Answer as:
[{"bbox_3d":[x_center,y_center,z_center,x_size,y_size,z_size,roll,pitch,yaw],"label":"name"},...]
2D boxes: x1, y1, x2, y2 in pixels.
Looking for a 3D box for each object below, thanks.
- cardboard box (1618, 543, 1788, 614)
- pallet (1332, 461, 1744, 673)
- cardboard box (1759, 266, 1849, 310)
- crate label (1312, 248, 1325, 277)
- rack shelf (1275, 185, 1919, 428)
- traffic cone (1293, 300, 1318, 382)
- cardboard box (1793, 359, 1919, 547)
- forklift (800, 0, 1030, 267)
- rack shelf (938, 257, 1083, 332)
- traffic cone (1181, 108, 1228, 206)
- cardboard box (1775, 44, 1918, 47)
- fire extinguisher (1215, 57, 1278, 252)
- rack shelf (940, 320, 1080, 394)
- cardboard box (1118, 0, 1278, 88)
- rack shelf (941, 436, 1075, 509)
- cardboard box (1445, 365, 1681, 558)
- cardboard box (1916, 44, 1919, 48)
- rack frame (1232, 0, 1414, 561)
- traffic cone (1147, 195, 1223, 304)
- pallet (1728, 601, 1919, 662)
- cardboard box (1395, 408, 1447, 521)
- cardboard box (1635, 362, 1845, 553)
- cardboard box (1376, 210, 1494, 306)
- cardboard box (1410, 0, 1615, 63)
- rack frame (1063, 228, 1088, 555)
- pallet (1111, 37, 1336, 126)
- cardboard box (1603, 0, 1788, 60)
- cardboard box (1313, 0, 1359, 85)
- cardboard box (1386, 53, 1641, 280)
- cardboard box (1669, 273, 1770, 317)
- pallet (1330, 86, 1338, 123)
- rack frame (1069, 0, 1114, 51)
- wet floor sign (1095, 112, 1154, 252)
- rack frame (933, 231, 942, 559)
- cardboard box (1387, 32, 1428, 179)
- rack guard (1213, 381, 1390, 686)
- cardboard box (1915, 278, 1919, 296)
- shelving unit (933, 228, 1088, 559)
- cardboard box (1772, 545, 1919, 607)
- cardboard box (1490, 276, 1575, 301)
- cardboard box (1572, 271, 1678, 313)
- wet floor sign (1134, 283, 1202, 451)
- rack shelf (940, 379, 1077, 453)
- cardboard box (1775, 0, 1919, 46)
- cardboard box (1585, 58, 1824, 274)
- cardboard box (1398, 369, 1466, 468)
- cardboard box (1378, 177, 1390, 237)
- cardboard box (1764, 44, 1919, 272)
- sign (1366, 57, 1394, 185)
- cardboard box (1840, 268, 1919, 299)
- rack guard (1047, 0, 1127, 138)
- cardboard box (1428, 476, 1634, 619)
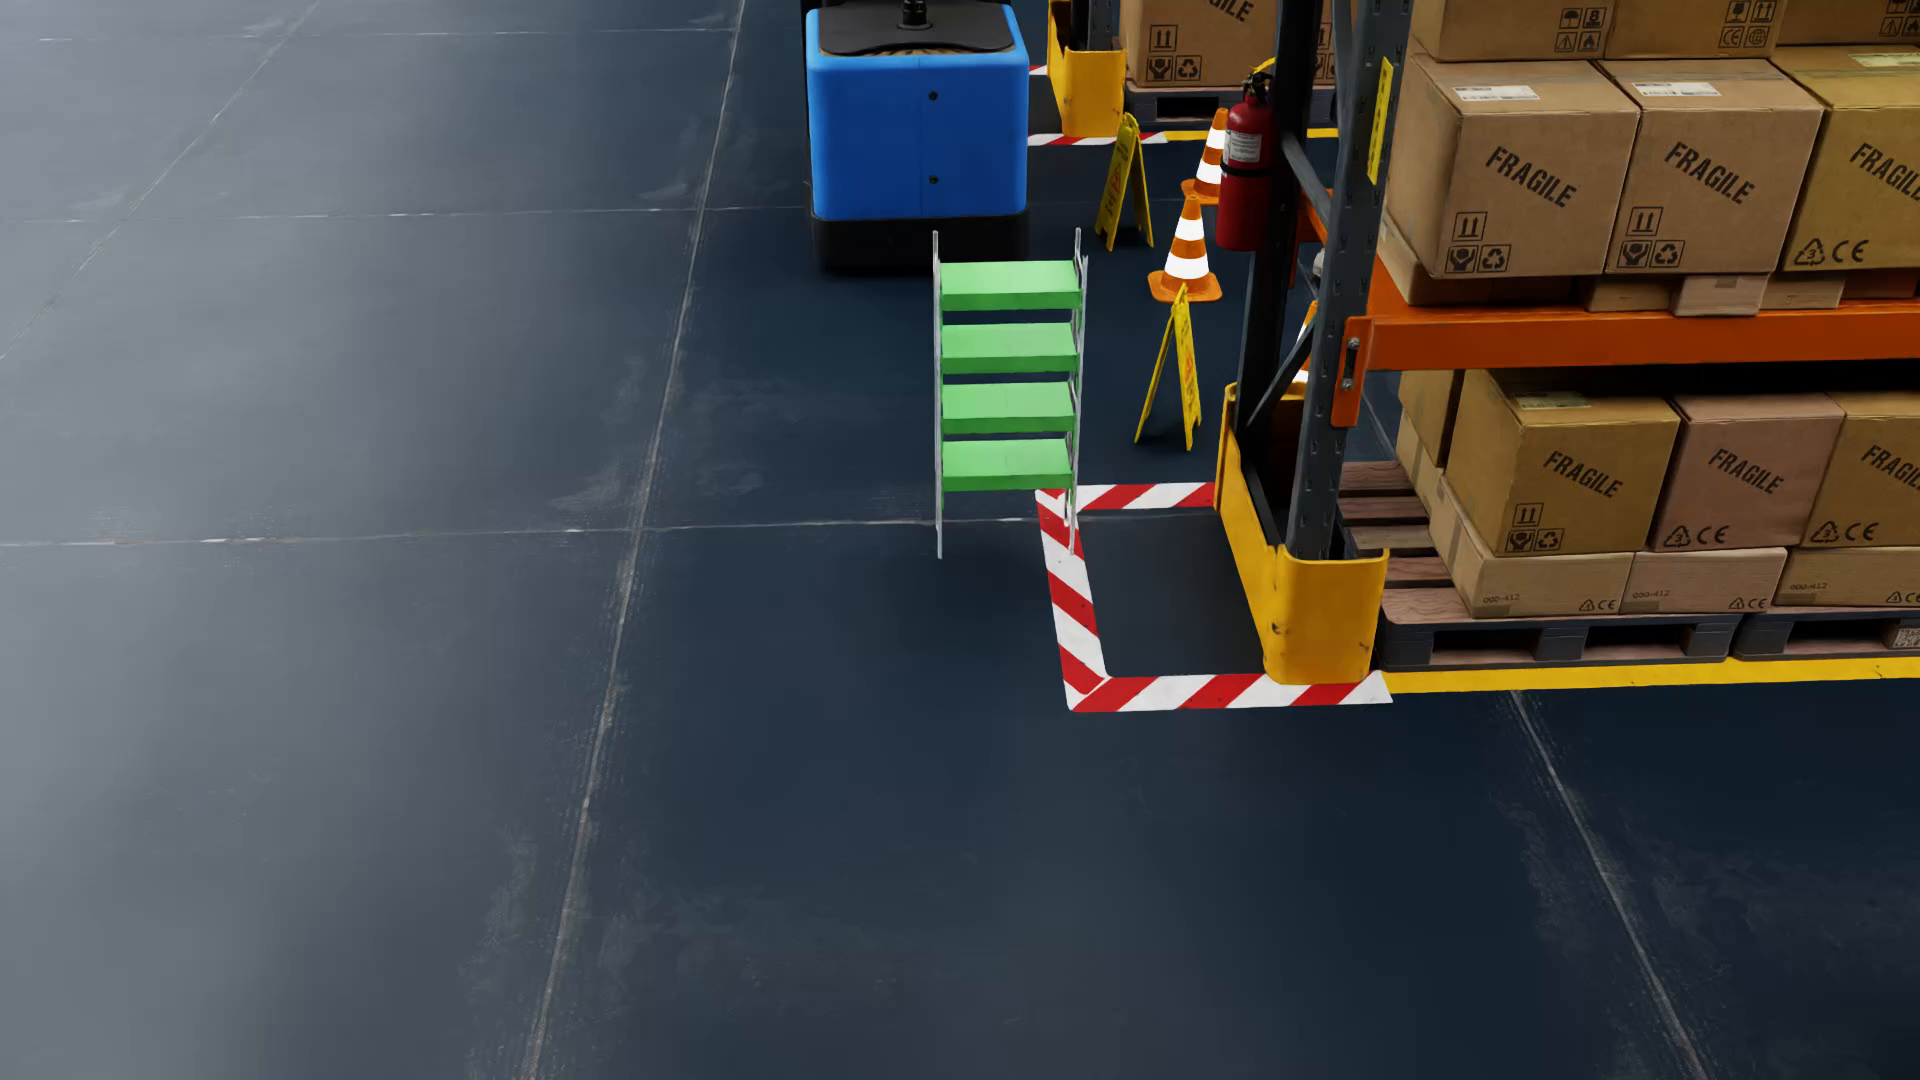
[{"bbox_3d":[2.434,0.002,5.658,0.500,0.250,0.500,0,35,-1],"label":"cardboard box"},{"bbox_3d":[1.994,0.061,5.976,1.213,0.211,1.003,-2,35,-2],"label":"pallet"},{"bbox_3d":[2.487,-0.853,5.067,0.250,0.149,0.380,-1,35,-1],"label":"cardboard box"},{"bbox_3d":[1.863,-1.328,8.048,0.298,0.136,0.250,-20,39,-26],"label":"crate label"},{"bbox_3d":[3.102,-0.840,5.460,4.000,0.370,1.077,-2,35,-2],"label":"rack shelf"},{"bbox_3d":[1.473,-0.784,6.976,0.334,0.463,0.336,-2,35,-2],"label":"traffic cone"},{"bbox_3d":[2.971,-0.323,5.469,0.500,0.500,0.500,-1,35,-1],"label":"cardboard box"},{"bbox_3d":[-0.302,-3.341,8.502,1.130,2.935,3.031,-3,35,-4],"label":"forklift"},{"bbox_3d":[0.165,-0.840,5.678,0.480,0.148,0.258,-2,35,-2],"label":"rack shelf"},{"bbox_3d":[1.367,-2.057,8.815,0.334,0.463,0.336,-2,35,-2],"label":"traffic cone"},{"bbox_3d":[2.634,-1.439,5.344,0.500,0.500,0.500,-2,35,-2],"label":"cardboard box"},{"bbox_3d":[0.968,-1.309,5.573,0.183,0.674,0.296,-2,35,-2],"label":"fire extinguisher"},{"bbox_3d":[0.165,-0.643,5.815,0.480,0.148,0.258,-2,35,-2],"label":"rack shelf"},{"bbox_3d":[1.444,-3.248,9.805,0.875,0.875,0.875,-1,35,-2],"label":"cardboard box"},{"bbox_3d":[0.165,-0.248,6.088,0.480,0.148,0.258,-2,35,-2],"label":"rack shelf"},{"bbox_3d":[1.947,-0.298,5.433,0.500,0.500,0.500,-3,35,-4],"label":"cardboard box"},{"bbox_3d":[3.125,-1.149,4.925,0.500,0.500,0.500,-2,35,-3],"label":"cardboard box"},{"bbox_3d":[1.105,-1.082,5.177,0.127,3.000,1.000,-2,35,-2],"label":"rack frame"},{"bbox_3d":[1.081,-1.405,7.874,0.334,0.463,0.336,-2,35,-2],"label":"traffic cone"},{"bbox_3d":[3.209,0.030,6.022,1.213,0.211,1.003,-2,35,-2],"label":"pallet"},{"bbox_3d":[1.923,-0.299,6.094,0.500,0.250,0.500,-2,35,-2],"label":"cardboard box"},{"bbox_3d":[2.469,-0.314,5.457,0.500,0.500,0.500,-3,35,-4],"label":"cardboard box"},{"bbox_3d":[1.454,-0.870,5.092,0.250,0.149,0.380,-1,35,-2],"label":"cardboard box"},{"bbox_3d":[1.605,-1.794,4.979,0.500,0.500,0.700,-2,35,-3],"label":"cardboard box"},{"bbox_3d":[0.409,-0.504,5.924,0.015,1.200,0.240,-2,35,-2],"label":"rack frame"},{"bbox_3d":[1.564,-2.812,10.128,1.213,0.211,1.003,-2,35,-2],"label":"pallet"},{"bbox_3d":[2.110,-1.804,4.993,0.500,0.500,0.700,-1,35,-2],"label":"cardboard box"},{"bbox_3d":[2.322,-3.273,9.841,0.875,0.875,0.875,-2,35,-3],"label":"cardboard box"},{"bbox_3d":[1.591,-1.100,4.855,0.500,0.500,0.500,-2,35,-3],"label":"cardboard box"},{"bbox_3d":[2.230,-0.827,5.029,0.250,0.149,0.380,-1,35,-1],"label":"cardboard box"},{"bbox_3d":[2.780,-2.843,10.173,1.213,0.211,1.003,-2,35,-2],"label":"pallet"},{"bbox_3d":[0.769,-3.893,9.239,0.127,3.000,1.000,-2,35,-2],"label":"rack frame"},{"bbox_3d":[0.834,-1.799,8.282,0.232,0.644,0.267,-7,35,-10],"label":"wet floor sign"},{"bbox_3d":[-0.079,-0.491,5.905,0.015,1.200,0.240,-2,35,-2],"label":"rack frame"},{"bbox_3d":[1.634,-1.417,5.312,0.500,0.500,0.500,-2,35,-3],"label":"cardboard box"},{"bbox_3d":[1.181,-0.056,5.892,0.348,0.500,1.175,-2,35,-2],"label":"rack guard"},{"bbox_3d":[3.012,-0.884,5.113,0.250,0.149,0.380,-2,35,-3],"label":"cardboard box"},{"bbox_3d":[0.165,-0.498,5.915,0.503,1.200,0.258,-2,35,-2],"label":"shelving unit"},{"bbox_3d":[2.978,-0.020,5.690,0.500,0.250,0.500,1,35,1],"label":"cardboard box"},{"bbox_3d":[1.705,-0.885,5.114,0.250,0.149,0.380,-1,35,-2],"label":"cardboard box"},{"bbox_3d":[1.974,-0.846,5.057,0.250,0.149,0.380,-3,35,-4],"label":"cardboard box"},{"bbox_3d":[0.864,-0.717,6.719,0.232,0.644,0.267,10,36,14],"label":"wet floor sign"},{"bbox_3d":[0.165,-0.445,5.951,0.480,0.148,0.258,-2,35,-2],"label":"rack shelf"},{"bbox_3d":[2.615,-1.876,5.097,0.500,0.500,0.700,-2,35,-3],"label":"cardboard box"},{"bbox_3d":[2.108,-1.116,4.878,0.500,0.500,0.500,-1,35,-1],"label":"cardboard box"},{"bbox_3d":[1.893,-0.602,5.872,0.500,0.500,0.500,-1,35,-2],"label":"cardboard box"},{"bbox_3d":[1.468,-1.110,5.439,0.250,0.149,0.380,0,35,-1],"label":"cardboard box"},{"bbox_3d":[2.617,-1.131,4.899,0.500,0.500,0.500,-2,35,-3],"label":"cardboard box"},{"bbox_3d":[1.130,-1.129,4.485,0.005,0.325,0.100,-2,35,-2],"label":"sign"},{"bbox_3d":[2.748,-0.894,5.127,0.250,0.149,0.380,0,35,-1],"label":"cardboard box"},{"bbox_3d":[0.745,-2.864,9.950,0.348,0.500,1.175,-2,35,-2],"label":"rack guard"},{"bbox_3d":[1.923,0.012,5.645,0.500,0.250,0.500,-2,35,-3],"label":"cardboard box"}]
